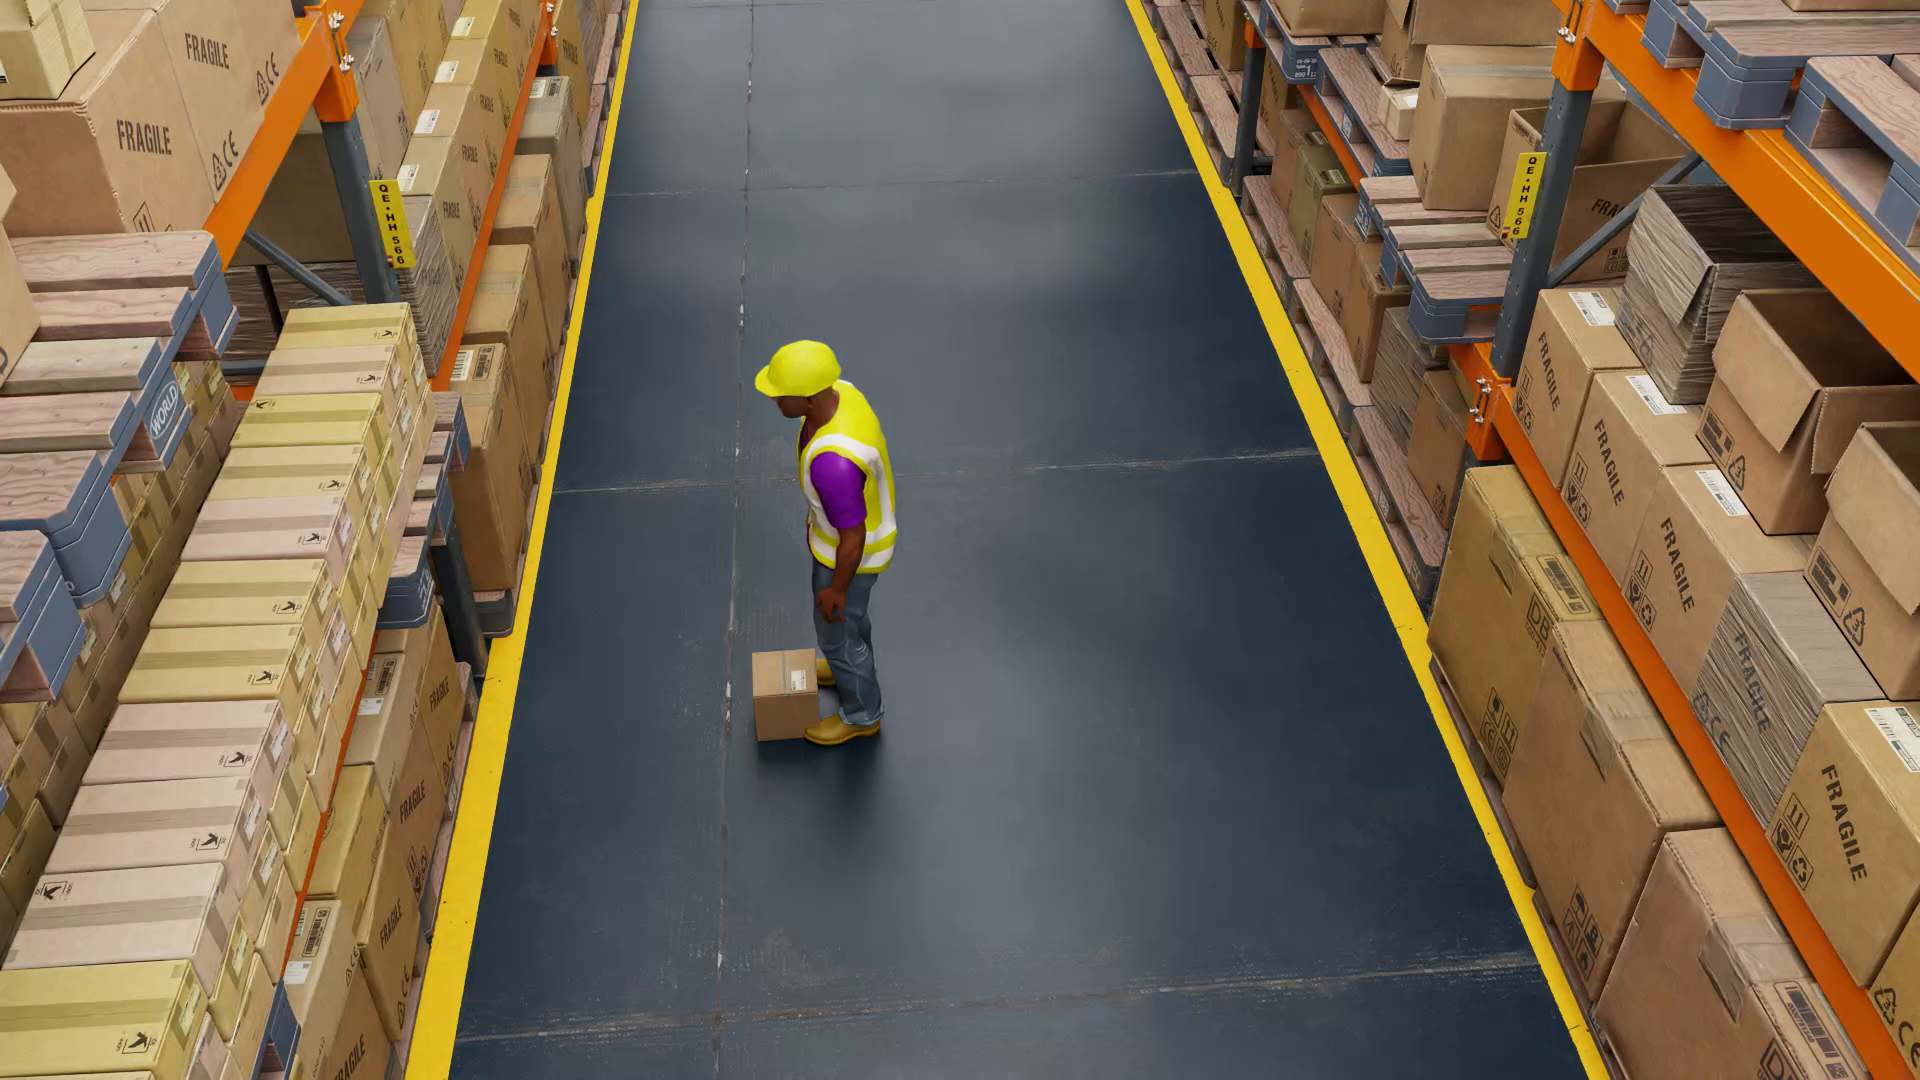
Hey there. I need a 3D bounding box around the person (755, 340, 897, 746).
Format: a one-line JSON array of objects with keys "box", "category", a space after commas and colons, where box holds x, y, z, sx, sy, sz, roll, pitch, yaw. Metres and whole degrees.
[{"box": [-0.466, 0.007, 6.130, 0.463, 1.760, 0.634, -4, 39, -5], "category": "person"}]
